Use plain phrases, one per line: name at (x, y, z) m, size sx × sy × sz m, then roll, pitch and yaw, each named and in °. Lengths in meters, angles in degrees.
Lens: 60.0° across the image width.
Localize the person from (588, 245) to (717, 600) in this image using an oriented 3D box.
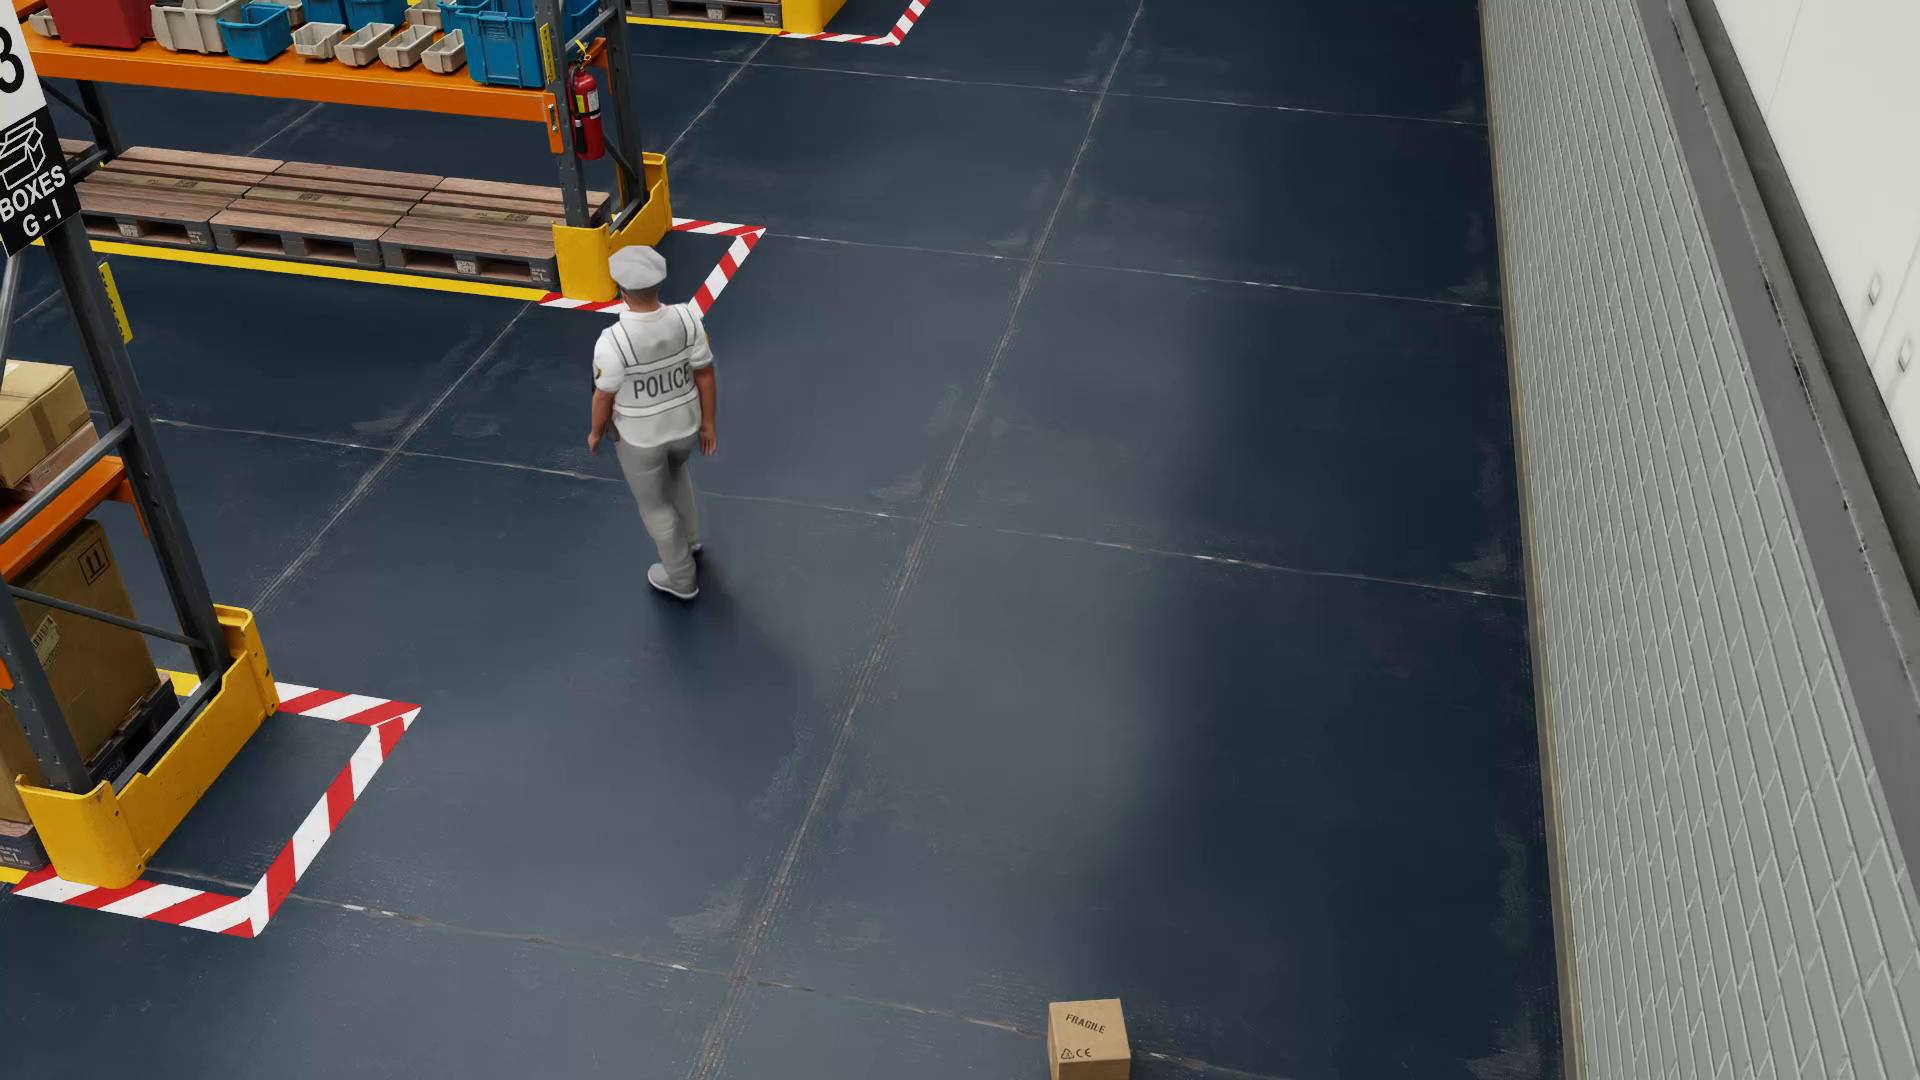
person at (-1.416, -0.508, 7.660) m, size 0.548 × 1.843 × 0.510 m, roll -27°, pitch 44°, yaw -31°
